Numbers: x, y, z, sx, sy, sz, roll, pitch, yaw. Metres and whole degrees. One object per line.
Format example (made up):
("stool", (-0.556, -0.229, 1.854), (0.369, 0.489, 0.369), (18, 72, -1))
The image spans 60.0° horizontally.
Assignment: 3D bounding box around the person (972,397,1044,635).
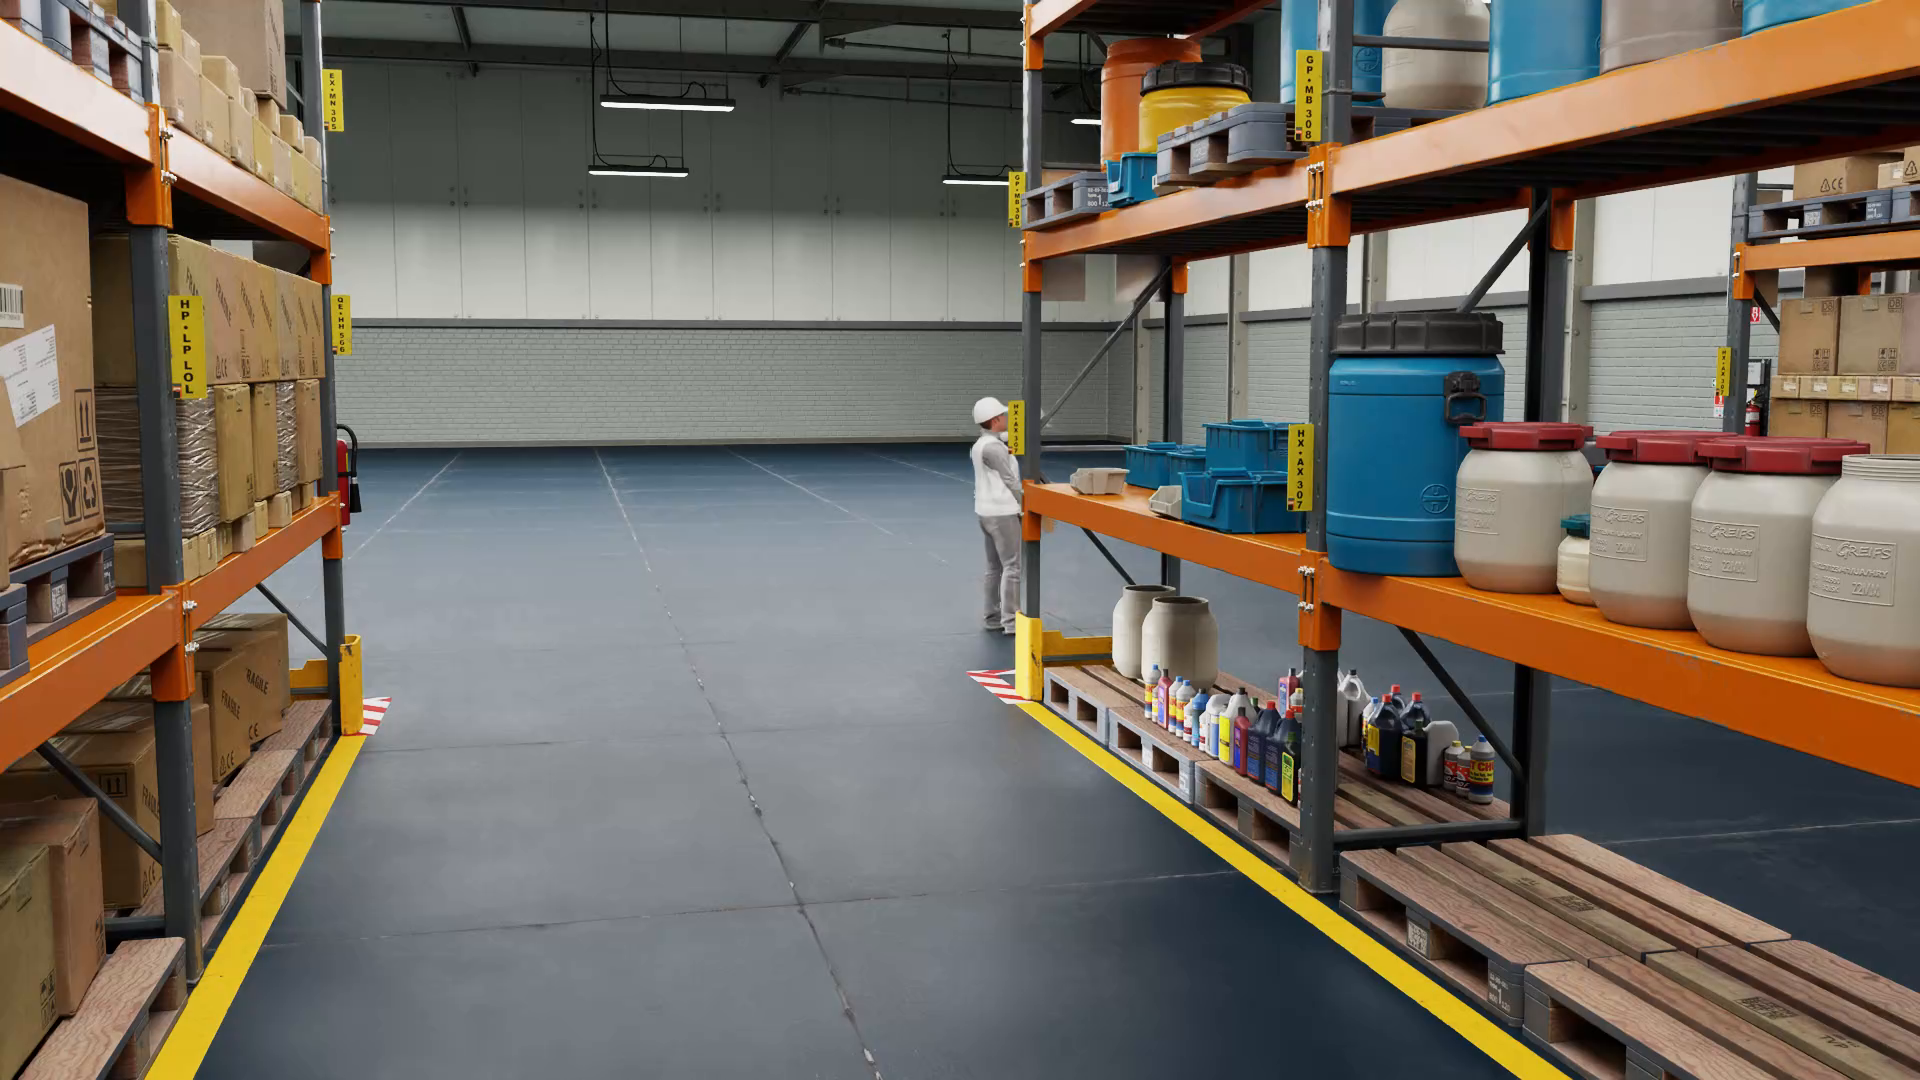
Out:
("person", (0.355, -0.191, 12.604), (0.507, 1.775, 0.533), (-1, 6, -12))
